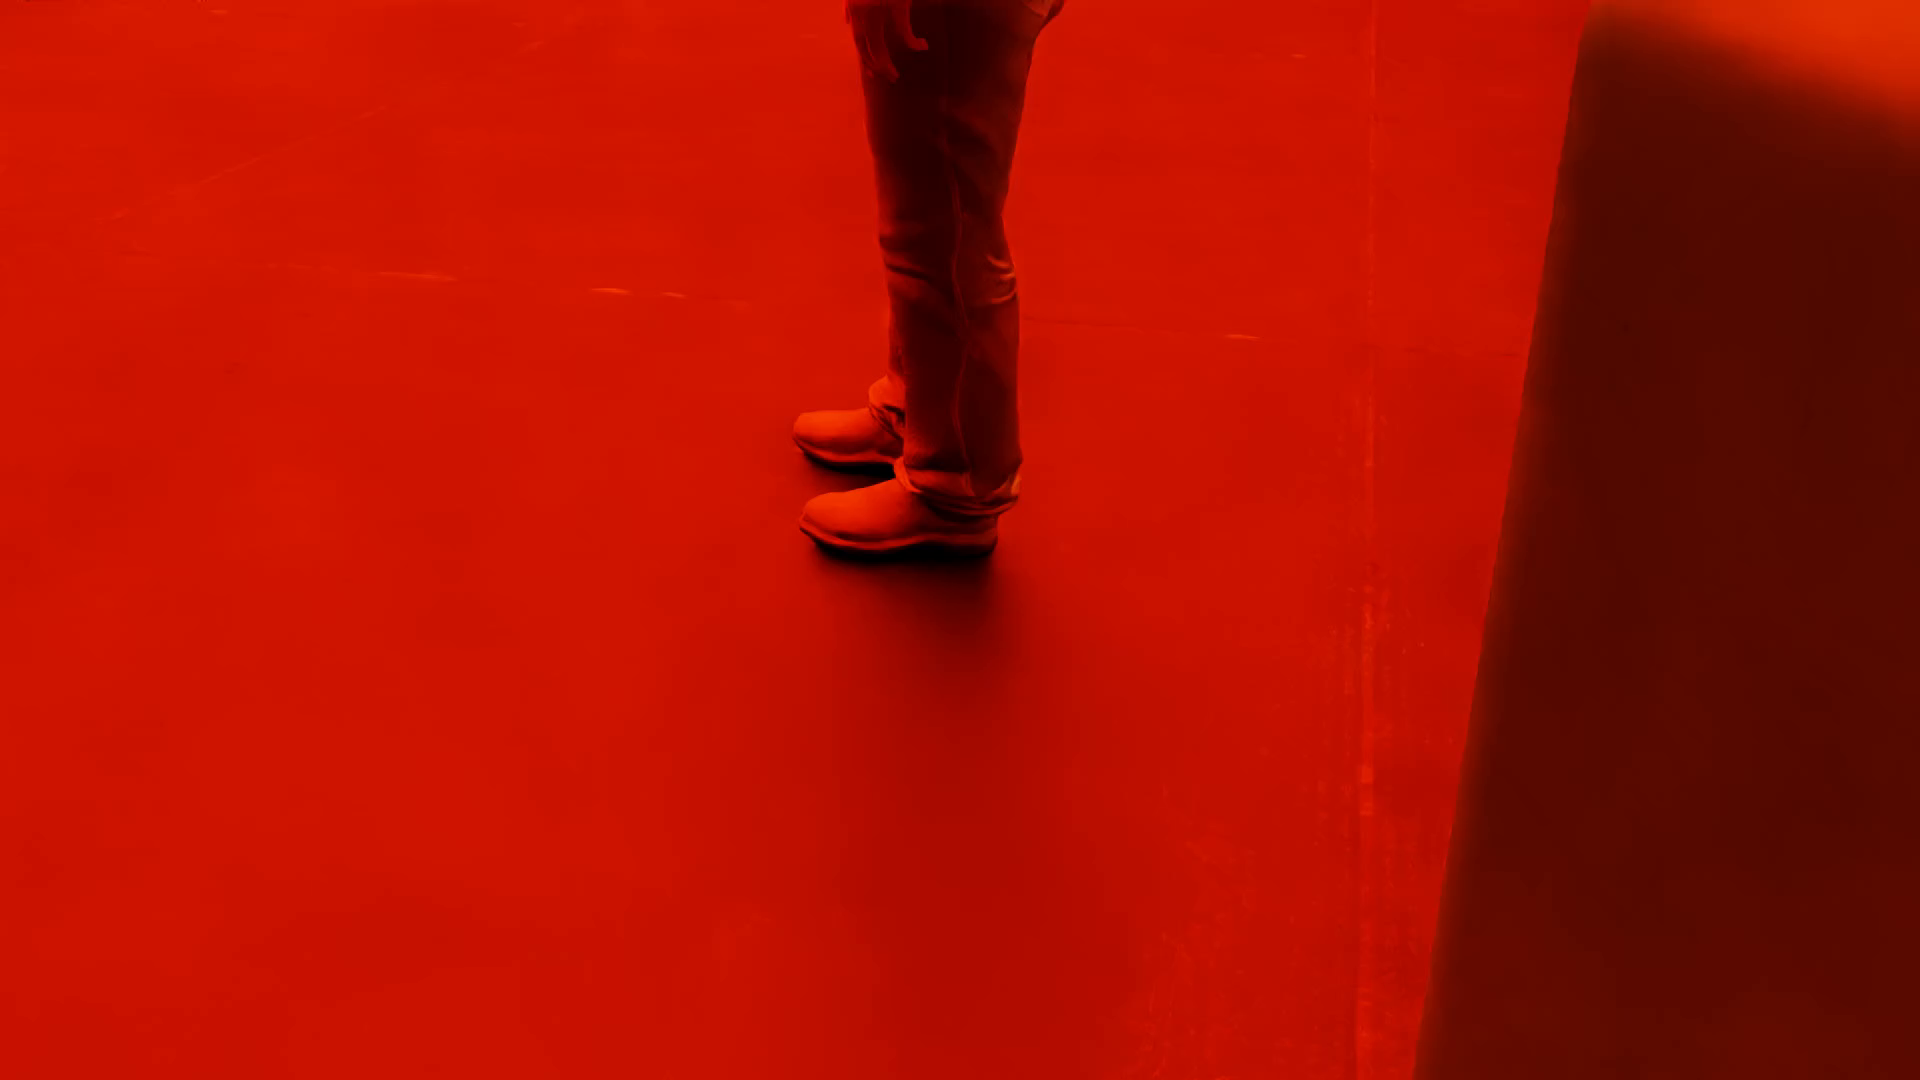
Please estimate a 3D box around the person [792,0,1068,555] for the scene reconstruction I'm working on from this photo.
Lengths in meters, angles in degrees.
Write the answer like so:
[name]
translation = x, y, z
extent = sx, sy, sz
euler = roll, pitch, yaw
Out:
[person]
translation = -0.059, -0.808, 2.116
extent = 0.567, 1.773, 0.632
euler = 6, 27, 11
